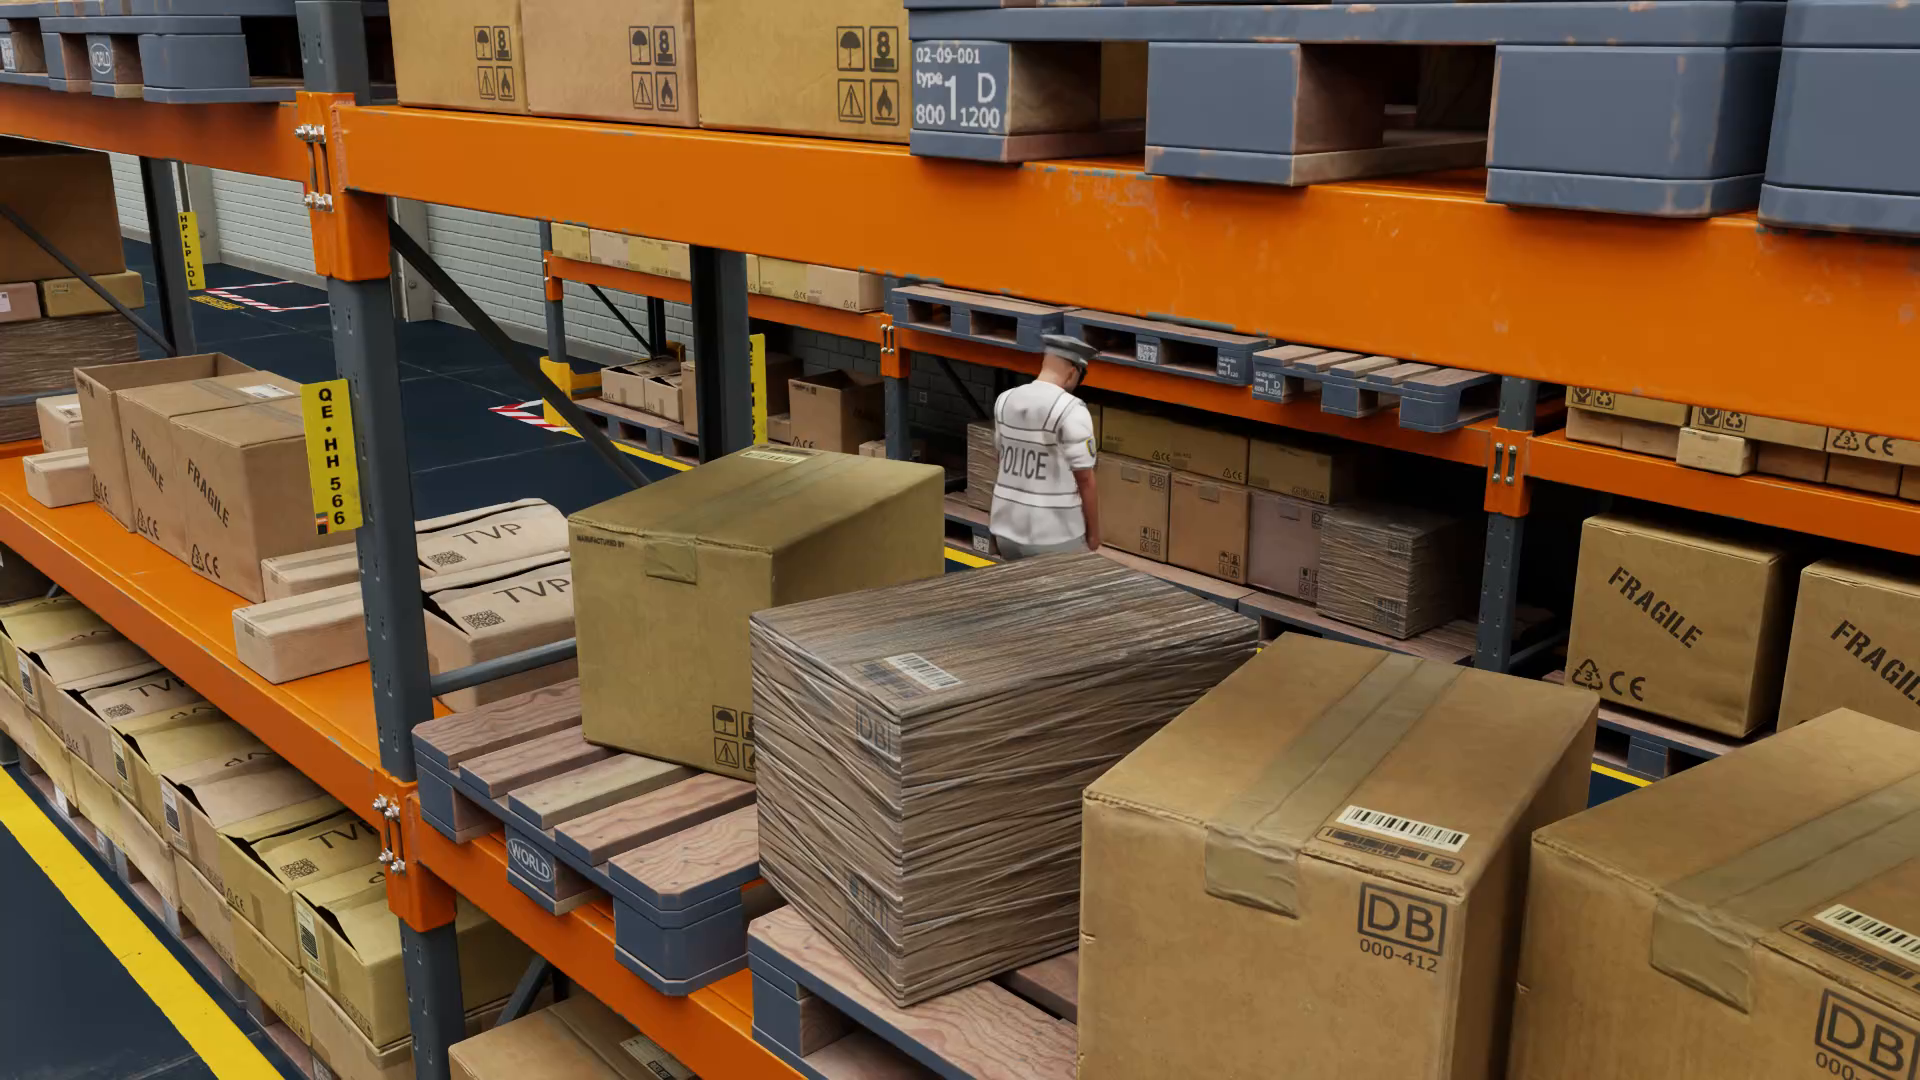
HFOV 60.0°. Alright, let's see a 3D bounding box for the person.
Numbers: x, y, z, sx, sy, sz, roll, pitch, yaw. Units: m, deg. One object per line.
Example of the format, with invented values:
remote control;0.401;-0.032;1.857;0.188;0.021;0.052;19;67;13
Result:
person;0.376;-0.045;7.291;0.496;1.701;0.557;-15;23;-40
